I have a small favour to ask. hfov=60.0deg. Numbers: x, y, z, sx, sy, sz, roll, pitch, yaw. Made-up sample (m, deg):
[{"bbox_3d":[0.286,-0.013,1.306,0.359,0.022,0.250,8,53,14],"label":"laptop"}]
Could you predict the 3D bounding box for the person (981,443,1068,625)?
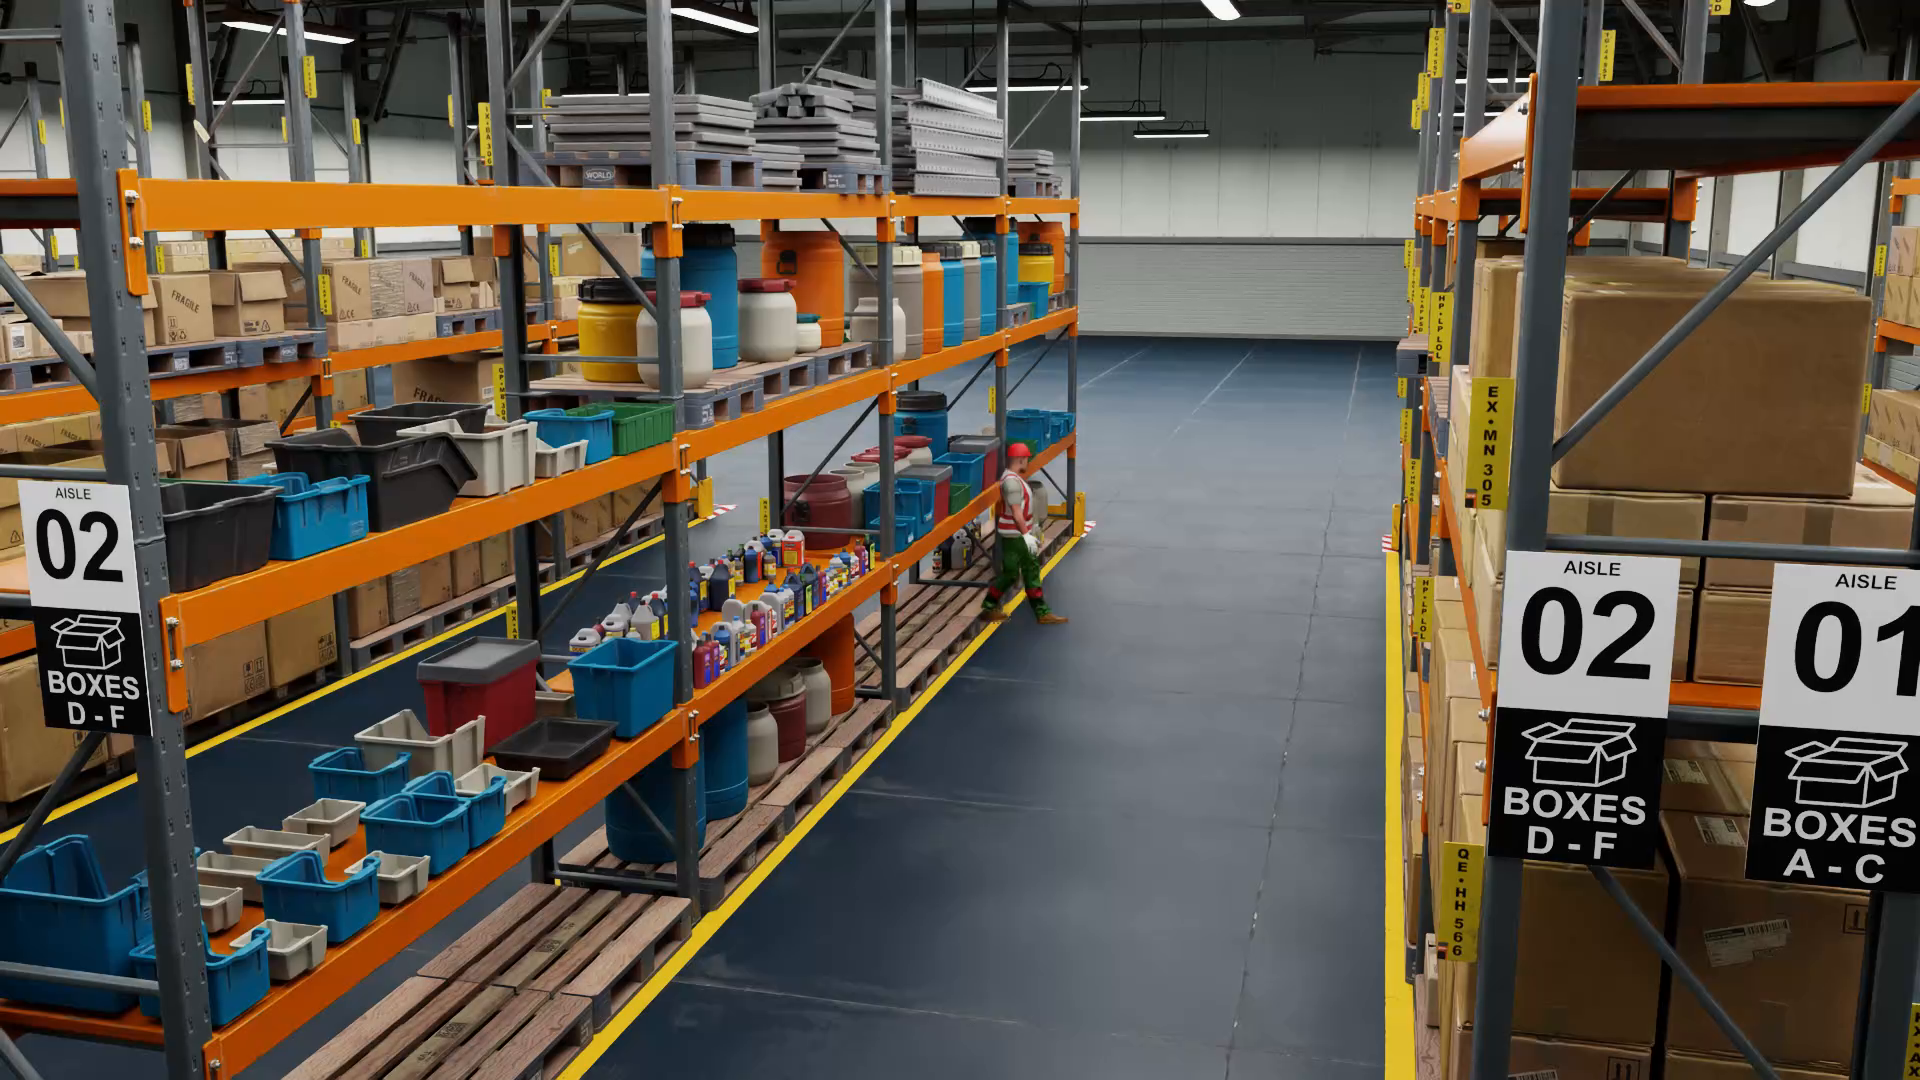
[{"bbox_3d":[0.607,-0.047,15.869,0.842,1.750,0.630,3,12,15],"label":"person"}]
